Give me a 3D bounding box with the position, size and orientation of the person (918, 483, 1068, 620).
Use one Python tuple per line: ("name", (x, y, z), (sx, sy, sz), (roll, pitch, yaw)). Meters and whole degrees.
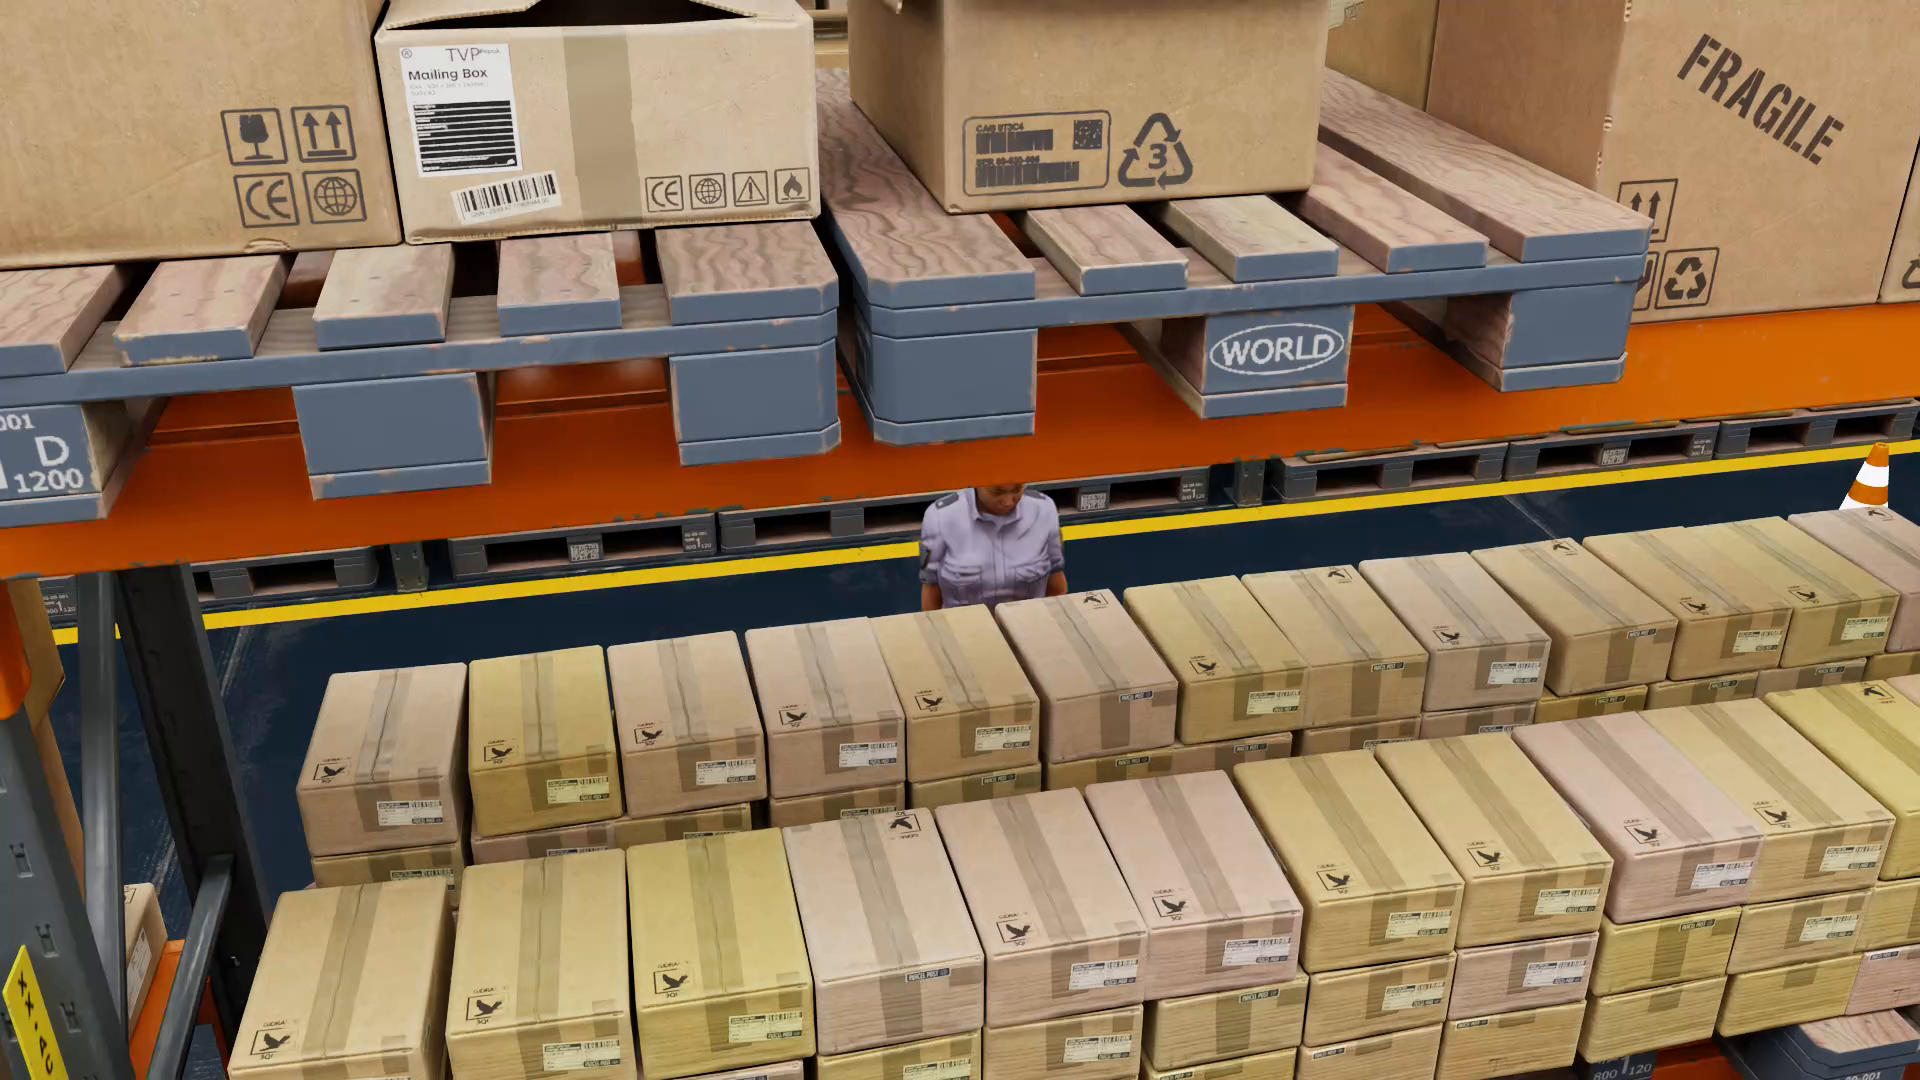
("person", (0.109, 0.399, 5.373), (0.473, 1.640, 0.342), (-5, 27, -10))
